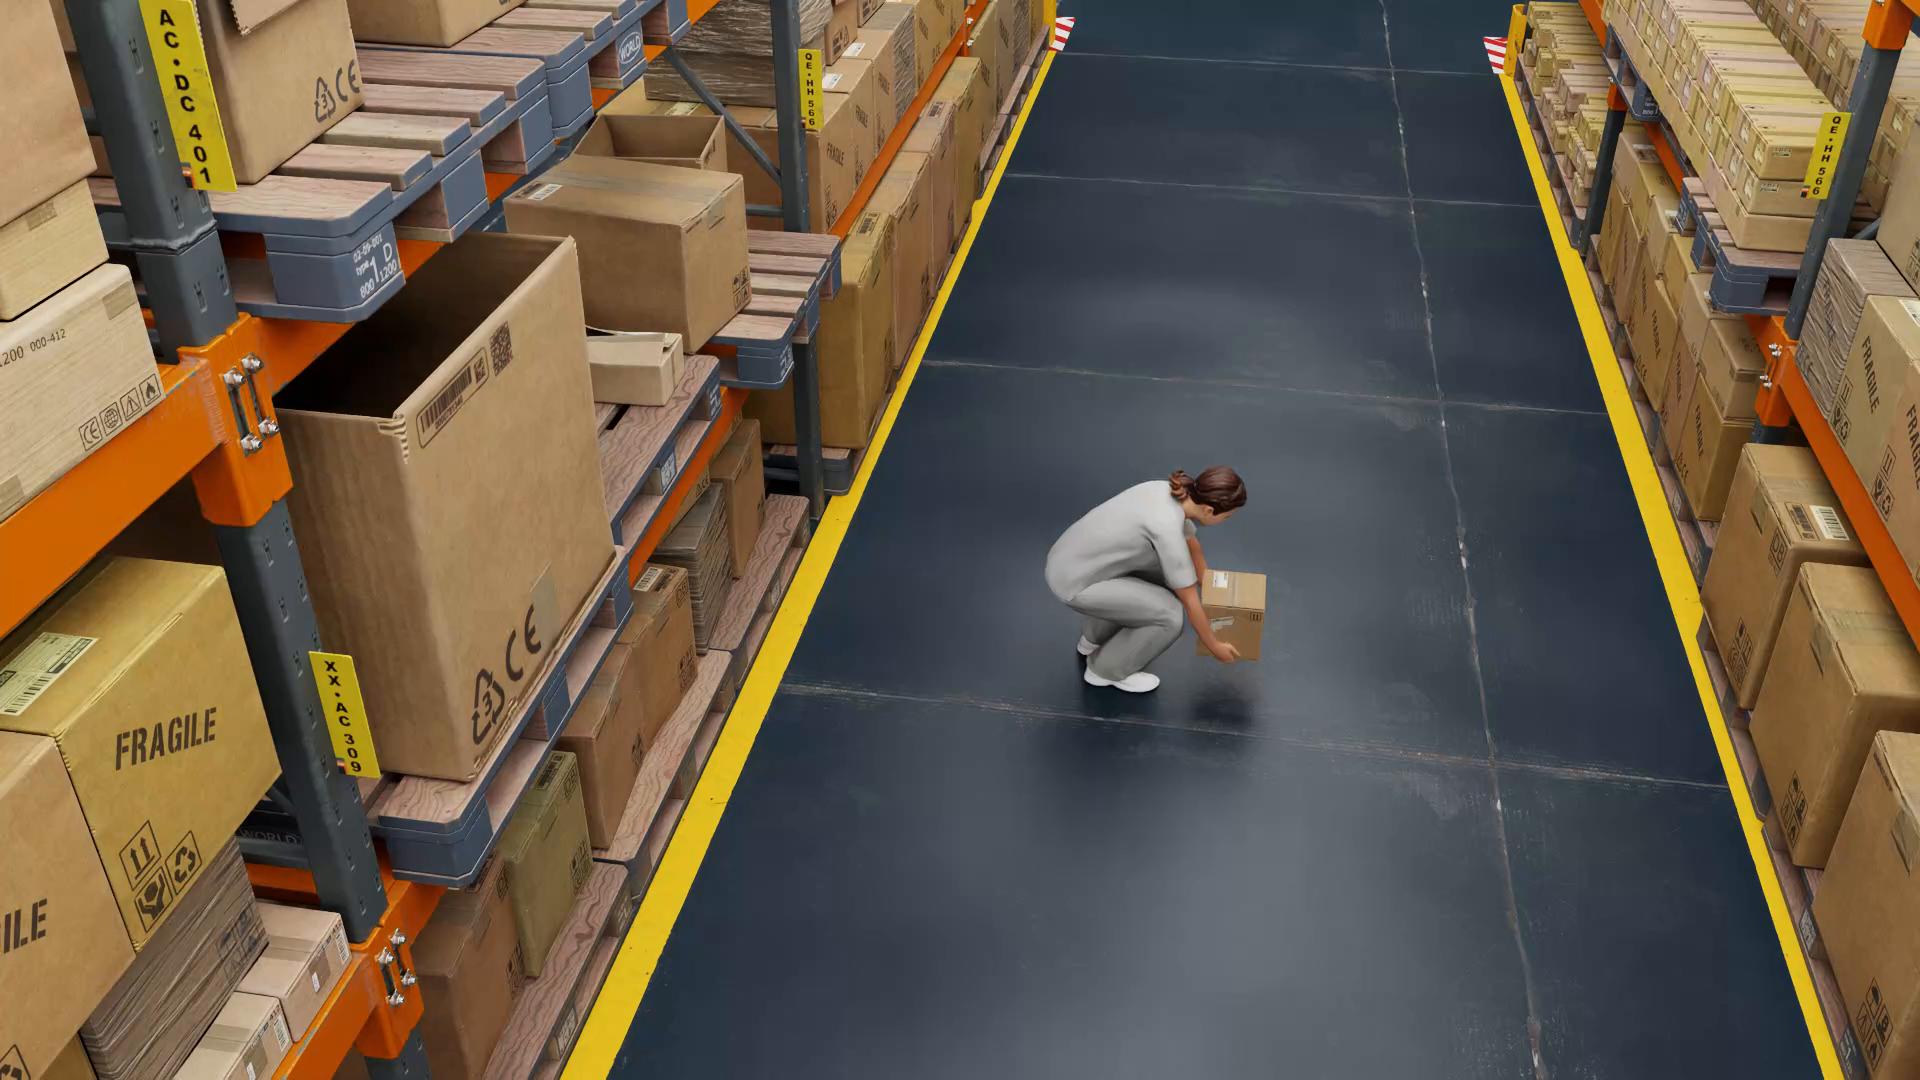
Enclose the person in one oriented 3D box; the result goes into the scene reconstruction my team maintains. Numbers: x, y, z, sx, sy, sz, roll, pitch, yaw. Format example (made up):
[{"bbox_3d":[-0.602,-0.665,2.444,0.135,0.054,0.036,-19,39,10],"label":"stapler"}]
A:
[{"bbox_3d":[0.742,0.125,6.619,0.801,0.953,0.476,5,33,8],"label":"person"}]
